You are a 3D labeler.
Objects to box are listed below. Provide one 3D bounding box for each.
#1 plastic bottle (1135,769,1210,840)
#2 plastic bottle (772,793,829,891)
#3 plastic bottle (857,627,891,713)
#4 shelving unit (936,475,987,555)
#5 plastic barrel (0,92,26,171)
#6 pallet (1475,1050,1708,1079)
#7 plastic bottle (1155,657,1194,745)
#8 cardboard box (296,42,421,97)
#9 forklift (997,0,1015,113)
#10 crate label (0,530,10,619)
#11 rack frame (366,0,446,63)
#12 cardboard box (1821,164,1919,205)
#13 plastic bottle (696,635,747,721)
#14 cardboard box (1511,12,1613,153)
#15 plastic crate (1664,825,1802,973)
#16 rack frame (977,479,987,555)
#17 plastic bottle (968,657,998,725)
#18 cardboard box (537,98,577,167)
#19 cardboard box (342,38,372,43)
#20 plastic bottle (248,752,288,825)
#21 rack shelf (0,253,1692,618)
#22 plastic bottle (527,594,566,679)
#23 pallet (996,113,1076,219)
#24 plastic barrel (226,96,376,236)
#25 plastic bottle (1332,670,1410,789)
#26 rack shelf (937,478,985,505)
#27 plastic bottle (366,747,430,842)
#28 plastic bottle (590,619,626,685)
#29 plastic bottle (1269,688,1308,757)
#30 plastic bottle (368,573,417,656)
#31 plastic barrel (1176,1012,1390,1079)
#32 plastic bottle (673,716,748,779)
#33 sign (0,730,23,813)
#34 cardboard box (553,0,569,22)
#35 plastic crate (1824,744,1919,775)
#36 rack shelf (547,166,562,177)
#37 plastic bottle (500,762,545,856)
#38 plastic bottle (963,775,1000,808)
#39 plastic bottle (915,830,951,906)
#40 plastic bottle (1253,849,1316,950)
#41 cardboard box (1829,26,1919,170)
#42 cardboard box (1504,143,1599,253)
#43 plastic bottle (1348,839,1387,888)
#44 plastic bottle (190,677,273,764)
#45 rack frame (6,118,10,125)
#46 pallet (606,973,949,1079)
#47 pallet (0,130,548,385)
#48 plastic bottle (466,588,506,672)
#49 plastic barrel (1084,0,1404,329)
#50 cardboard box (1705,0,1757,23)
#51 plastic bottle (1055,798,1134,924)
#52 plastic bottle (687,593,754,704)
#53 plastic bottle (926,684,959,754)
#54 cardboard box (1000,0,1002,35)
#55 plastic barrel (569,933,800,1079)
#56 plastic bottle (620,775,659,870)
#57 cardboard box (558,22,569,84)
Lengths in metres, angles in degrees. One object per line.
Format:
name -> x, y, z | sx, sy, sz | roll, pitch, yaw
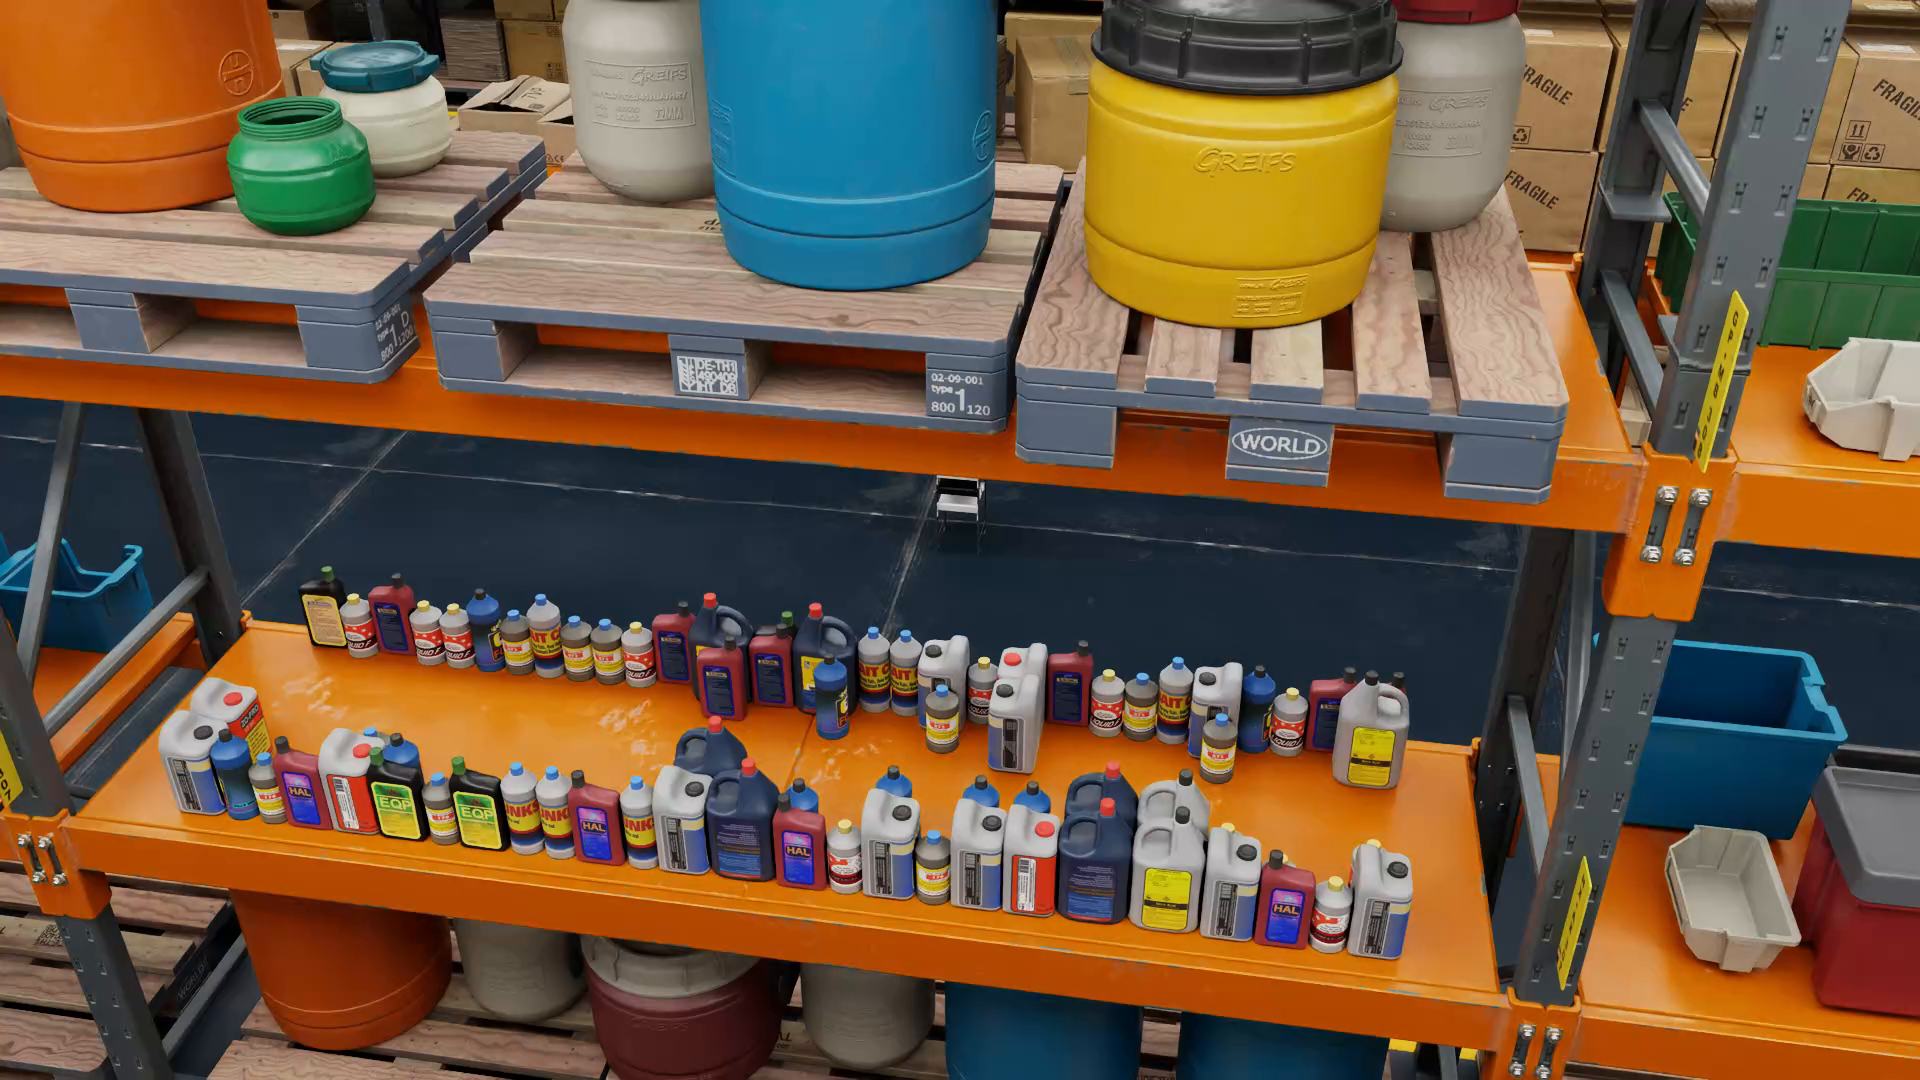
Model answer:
plastic bottle -> 0.548, 0.735, 4.295 | 0.185, 0.351, 0.144 | 5, 32, 8
plastic bottle -> -0.412, 0.777, 4.292 | 0.133, 0.283, 0.061 | 5, 32, 8
plastic bottle -> -0.254, 0.378, 4.940 | 0.097, 0.271, 0.097 | 0, 32, 0
shelving unit -> 0.008, -0.381, 8.010 | 0.210, 0.900, 0.258 | 5, 32, 8
plastic barrel -> -2.712, -1.163, 4.349 | 0.421, 0.512, 0.421 | 0, 32, 0
pallet -> 2.217, 1.928, 4.971 | 1.213, 0.211, 1.003 | 5, 32, 8
plastic bottle -> 0.623, 0.457, 4.814 | 0.097, 0.271, 0.097 | 0, 32, 0
cardboard box -> -3.278, -2.430, 9.211 | 0.500, 0.500, 0.500 | 3, 32, 6
forklift -> -0.515, -3.077, 10.403 | 3.031, 2.935, 1.130 | 6, 33, 9
crate label -> -3.392, 0.098, 5.232 | 0.616, 0.435, 0.502 | 5, 32, 8
rack frame -> -4.734, -5.195, 13.722 | 0.127, 3.000, 1.000 | 5, 32, 8
cardboard box -> 4.278, -1.610, 7.900 | 0.500, 0.500, 0.500 | 5, 32, 8
plastic bottle -> -0.703, 0.400, 4.894 | 0.133, 0.283, 0.061 | 5, 32, 8
cardboard box -> 2.739, -2.167, 7.848 | 0.500, 0.500, 0.500 | 6, 33, 9
plastic crate -> 1.920, 0.903, 4.172 | 0.243, 0.136, 0.396 | 5, 32, 8
rack frame -> 0.108, -0.372, 7.996 | 0.006, 0.900, 0.240 | 5, 32, 8
plastic bottle -> 0.071, 0.437, 4.912 | 0.097, 0.201, 0.097 | 0, 32, 0
cardboard box -> -1.972, -2.264, 9.124 | 0.500, 0.311, 0.500 | 7, 33, 11
cardboard box -> -5.266, -4.212, 14.409 | 0.250, 0.166, 0.380 | 1, 32, 2
plastic bottle -> -1.880, 0.669, 4.542 | 0.097, 0.201, 0.097 | 0, 32, 0
rack shelf -> -0.486, -0.444, 3.984 | 4.000, 0.370, 1.077 | 5, 32, 8
plastic bottle -> -1.265, 0.286, 5.087 | 0.097, 0.271, 0.097 | 0, 32, 0
pallet -> 0.297, -1.994, 8.790 | 1.213, 0.211, 1.003 | 5, 32, 8
plastic barrel -> -1.452, -0.825, 3.665 | 0.294, 0.245, 0.294 | 0, 32, 0
plastic bottle -> 1.153, 0.517, 4.643 | 0.185, 0.351, 0.144 | 5, 32, 8
rack shelf -> 0.008, -0.276, 8.076 | 0.200, 0.077, 0.258 | 5, 32, 8
plastic bottle -> -1.505, 0.678, 4.450 | 0.133, 0.283, 0.061 | 5, 32, 8
plastic bottle -> -1.073, 0.333, 5.078 | 0.097, 0.201, 0.097 | 0, 32, 0
plastic bottle -> 0.947, 0.516, 4.785 | 0.097, 0.201, 0.097 | 0, 32, 0
plastic bottle -> -1.760, 0.227, 5.171 | 0.133, 0.283, 0.061 | 5, 32, 8
plastic barrel -> 0.952, 1.355, 4.841 | 0.708, 0.901, 0.600 | 5, 32, 8
plastic bottle -> -0.669, 0.621, 4.478 | 0.185, 0.351, 0.144 | 5, 32, 8
sign -> -2.543, 0.563, 4.370 | 0.005, 0.325, 0.100 | 5, 32, 8
cardboard box -> -3.057, -4.501, 13.848 | 0.500, 0.250, 0.500 | 4, 32, 7
plastic crate -> 2.634, 0.751, 4.425 | 0.590, 0.125, 0.437 | 5, 32, 8
rack shelf -> -3.592, -2.120, 9.488 | 4.000, 0.370, 1.077 | 5, 32, 8
plastic bottle -> -1.161, 0.704, 4.419 | 0.097, 0.271, 0.097 | 0, 32, 0
plastic bottle -> 0.055, 0.733, 4.374 | 0.097, 0.271, 0.097 | 0, 32, 0
plastic bottle -> -0.067, 0.833, 4.279 | 0.097, 0.201, 0.097 | 0, 32, 0
plastic bottle -> 0.807, 0.887, 4.115 | 0.133, 0.283, 0.061 | 5, 32, 8
cardboard box -> 4.264, -2.029, 7.628 | 0.500, 0.500, 0.500 | 6, 33, 10
cardboard box -> 2.779, -1.744, 8.115 | 0.500, 0.500, 0.500 | 6, 33, 9
plastic bottle -> 1.045, 0.852, 4.249 | 0.097, 0.201, 0.097 | 0, 32, 0
plastic bottle -> -2.060, 0.524, 4.702 | 0.135, 0.276, 0.152 | 5, 32, 8
rack frame -> -2.458, -2.199, 3.282 | 0.127, 3.000, 1.000 | 5, 32, 8
pallet -> -0.475, 1.684, 5.360 | 1.213, 0.211, 1.003 | 5, 32, 8
pallet -> -1.720, -0.728, 3.937 | 1.213, 0.211, 1.003 | 5, 32, 8
plastic bottle -> -1.457, 0.269, 5.114 | 0.097, 0.271, 0.097 | 0, 32, 0
plastic barrel -> 0.551, -0.804, 3.307 | 0.600, 0.588, 0.600 | 0, 32, 0
cardboard box -> 3.866, -2.357, 8.151 | 0.500, 0.500, 0.500 | 5, 32, 9
plastic bottle -> 0.342, 0.794, 4.201 | 0.185, 0.351, 0.144 | 5, 32, 8
plastic bottle -> -0.711, 0.315, 4.965 | 0.185, 0.351, 0.144 | 5, 32, 8
plastic bottle -> -0.051, 0.508, 4.799 | 0.097, 0.201, 0.097 | 0, 32, 0
cardboard box -> -0.088, -3.970, 13.396 | 0.750, 0.750, 0.750 | 5, 32, 8
plastic barrel -> -0.860, 1.323, 5.186 | 0.708, 0.588, 0.600 | 5, 32, 8
plastic bottle -> -0.838, 0.734, 4.372 | 0.097, 0.271, 0.097 | 0, 32, 0
cardboard box -> -2.992, -4.178, 14.039 | 0.500, 0.500, 0.700 | 6, 32, 9
